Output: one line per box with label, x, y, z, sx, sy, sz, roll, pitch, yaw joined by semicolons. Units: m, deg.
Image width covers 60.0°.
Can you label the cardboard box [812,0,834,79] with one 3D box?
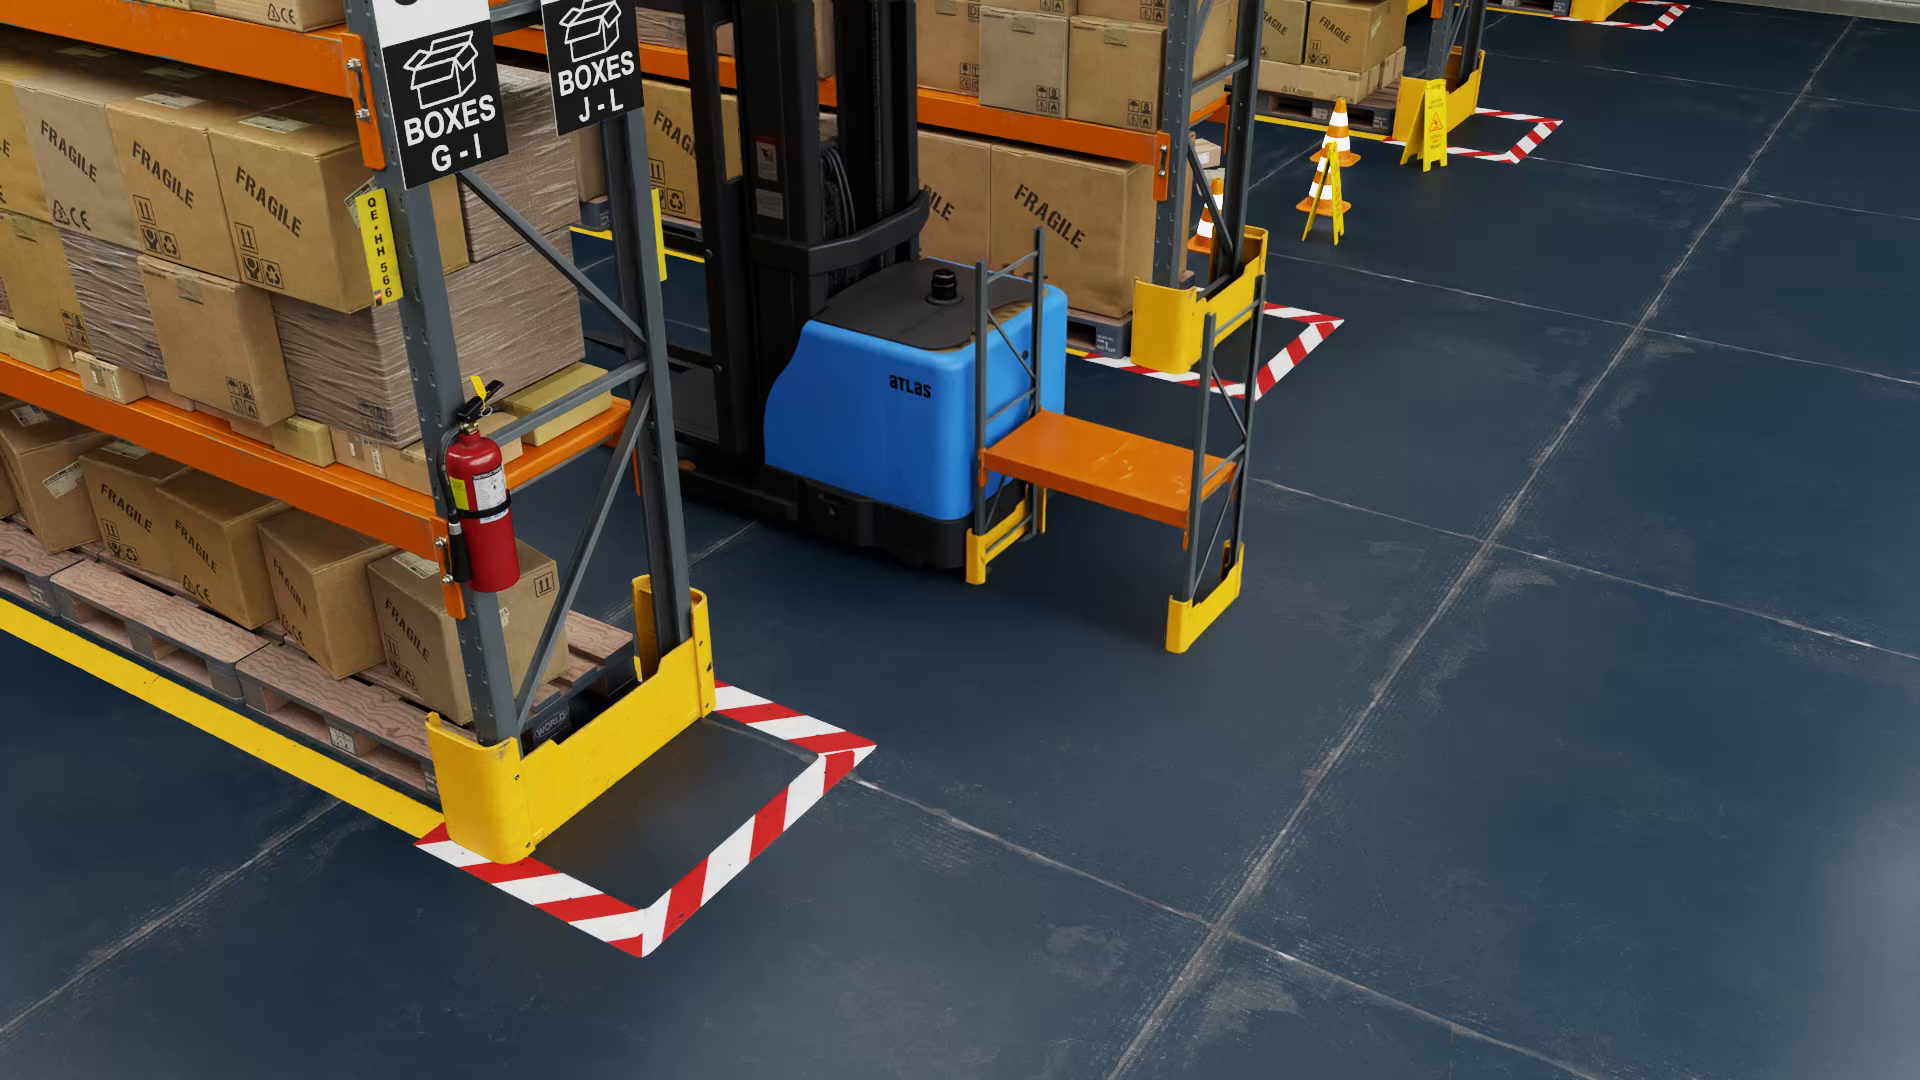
cardboard box;-0.813;-3.225;10.152;0.550;0.550;0.875;18;35;27

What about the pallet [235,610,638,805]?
pallet;-2.073;0.527;6.638;1.213;0.211;1.003;18;35;27

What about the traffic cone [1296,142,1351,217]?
traffic cone;2.577;-2.558;11.676;0.334;0.463;0.336;18;35;27

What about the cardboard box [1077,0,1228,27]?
cardboard box;1.090;-3.162;8.973;0.550;0.550;0.875;18;35;27

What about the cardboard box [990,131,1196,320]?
cardboard box;0.774;-1.932;9.776;0.875;0.875;0.875;18;35;28

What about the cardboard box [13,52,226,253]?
cardboard box;-2.785;-1.337;5.678;0.500;0.500;0.500;18;35;27

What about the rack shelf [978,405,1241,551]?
rack shelf;0.637;-0.282;7.102;1.000;0.185;0.538;18;35;28

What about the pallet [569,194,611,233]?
pallet;-2.698;-2.556;11.922;1.213;0.211;1.003;18;35;27

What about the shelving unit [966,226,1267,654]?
shelving unit;0.630;-0.440;7.015;1.083;1.500;0.587;18;35;28

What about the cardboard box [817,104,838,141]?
cardboard box;-0.744;-2.412;10.599;0.875;0.875;0.875;18;35;28

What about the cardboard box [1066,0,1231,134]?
cardboard box;1.045;-2.660;9.183;0.550;0.550;0.875;18;35;27

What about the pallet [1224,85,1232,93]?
pallet;2.166;-4.030;14.449;1.213;0.211;1.003;18;35;27

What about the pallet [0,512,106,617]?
pallet;-4.139;-0.127;7.758;1.213;0.211;1.003;18;35;27

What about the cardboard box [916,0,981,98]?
cardboard box;0.160;-3.001;9.769;0.550;0.550;0.875;18;35;27

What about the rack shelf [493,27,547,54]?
rack shelf;-3.699;-3.811;12.020;4.000;0.370;1.077;18;35;27

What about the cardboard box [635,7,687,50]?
cardboard box;-1.686;-3.557;10.722;0.550;0.550;0.875;18;35;27

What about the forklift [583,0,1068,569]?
forklift;-1.006;-1.692;7.742;3.031;2.935;1.130;18;35;28

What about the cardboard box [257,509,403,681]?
cardboard box;-2.384;0.154;6.574;0.500;0.500;0.500;-25;38;-36

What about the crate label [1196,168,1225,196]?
crate label;1.878;-2.602;12.074;0.298;0.136;0.250;1;30;2

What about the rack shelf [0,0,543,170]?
rack shelf;-3.033;-1.946;5.845;4.000;0.370;1.077;18;35;27

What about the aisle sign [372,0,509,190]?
aisle sign;-1.446;-1.403;4.598;0.004;0.787;0.394;18;35;27

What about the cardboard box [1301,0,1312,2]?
cardboard box;2.765;-4.425;13.283;0.250;0.149;0.380;19;35;29

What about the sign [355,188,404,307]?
sign;-1.651;-0.830;4.733;0.005;0.325;0.100;18;35;27

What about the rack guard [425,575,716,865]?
rack guard;-1.404;0.635;6.166;0.348;0.500;1.175;18;35;27

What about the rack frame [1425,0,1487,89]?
rack frame;3.929;-4.654;12.751;0.127;3.000;1.000;18;35;27

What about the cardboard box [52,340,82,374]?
cardboard box;-3.191;-0.758;6.322;0.250;0.149;0.380;18;35;27

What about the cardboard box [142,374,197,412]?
cardboard box;-2.758;-0.632;6.107;0.250;0.149;0.380;18;35;27

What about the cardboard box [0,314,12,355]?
cardboard box;-3.633;-0.878;6.527;0.250;0.149;0.380;18;35;27

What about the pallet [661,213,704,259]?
pallet;-1.402;-2.145;11.217;1.213;0.211;1.003;18;35;27

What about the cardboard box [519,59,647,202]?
cardboard box;-2.578;-2.924;11.601;0.750;0.750;1.050;17;34;27

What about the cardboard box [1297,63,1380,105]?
cardboard box;3.081;-3.756;13.524;0.500;0.250;0.500;17;34;27

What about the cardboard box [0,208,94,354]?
cardboard box;-3.096;-1.130;6.315;0.500;0.500;0.875;18;35;27

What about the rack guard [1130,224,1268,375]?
rack guard;1.404;-1.429;9.703;0.348;0.500;1.175;18;35;27

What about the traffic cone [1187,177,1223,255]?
traffic cone;1.688;-2.167;11.006;0.334;0.463;0.336;18;35;27

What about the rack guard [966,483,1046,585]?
rack guard;0.213;-0.037;7.565;0.087;0.250;0.587;18;35;28

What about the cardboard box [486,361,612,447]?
cardboard box;-1.454;-0.494;5.870;0.250;0.149;0.380;18;35;27

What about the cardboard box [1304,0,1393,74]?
cardboard box;3.112;-4.075;13.327;0.500;0.500;0.500;18;35;28

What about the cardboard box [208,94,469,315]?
cardboard box;-1.936;-1.070;5.221;0.500;0.500;0.500;18;35;27

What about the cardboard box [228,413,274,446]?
cardboard box;-2.344;-0.490;5.863;0.250;0.149;0.380;18;35;27

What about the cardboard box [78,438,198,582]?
cardboard box;-3.353;-0.191;7.164;0.500;0.500;0.500;14;33;23

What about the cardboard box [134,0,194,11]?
cardboard box;-2.307;-1.809;5.046;0.500;0.250;0.500;18;35;28

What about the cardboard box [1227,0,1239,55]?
cardboard box;2.245;-4.352;13.801;0.500;0.500;0.500;17;34;26

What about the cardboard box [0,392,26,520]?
cardboard box;-4.410;-0.474;7.649;0.500;0.500;0.500;16;34;26

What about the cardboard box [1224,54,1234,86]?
cardboard box;2.221;-4.030;13.993;0.500;0.250;0.500;16;34;26

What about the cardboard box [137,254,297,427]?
cardboard box;-2.278;-0.838;5.816;0.500;0.500;0.875;18;35;27

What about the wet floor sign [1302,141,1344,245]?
wet floor sign;2.460;-2.335;11.112;0.232;0.644;0.267;12;32;19

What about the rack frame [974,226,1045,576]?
rack frame;0.211;-0.577;7.251;0.032;1.500;0.500;18;35;28

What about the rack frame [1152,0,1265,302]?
rack frame;1.383;-2.515;9.084;0.127;3.000;1.000;18;35;27

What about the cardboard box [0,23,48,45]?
cardboard box;-3.634;-1.603;6.135;0.500;0.500;0.500;18;35;27

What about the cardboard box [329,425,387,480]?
cardboard box;-1.902;-0.372;5.660;0.250;0.149;0.380;18;35;27
